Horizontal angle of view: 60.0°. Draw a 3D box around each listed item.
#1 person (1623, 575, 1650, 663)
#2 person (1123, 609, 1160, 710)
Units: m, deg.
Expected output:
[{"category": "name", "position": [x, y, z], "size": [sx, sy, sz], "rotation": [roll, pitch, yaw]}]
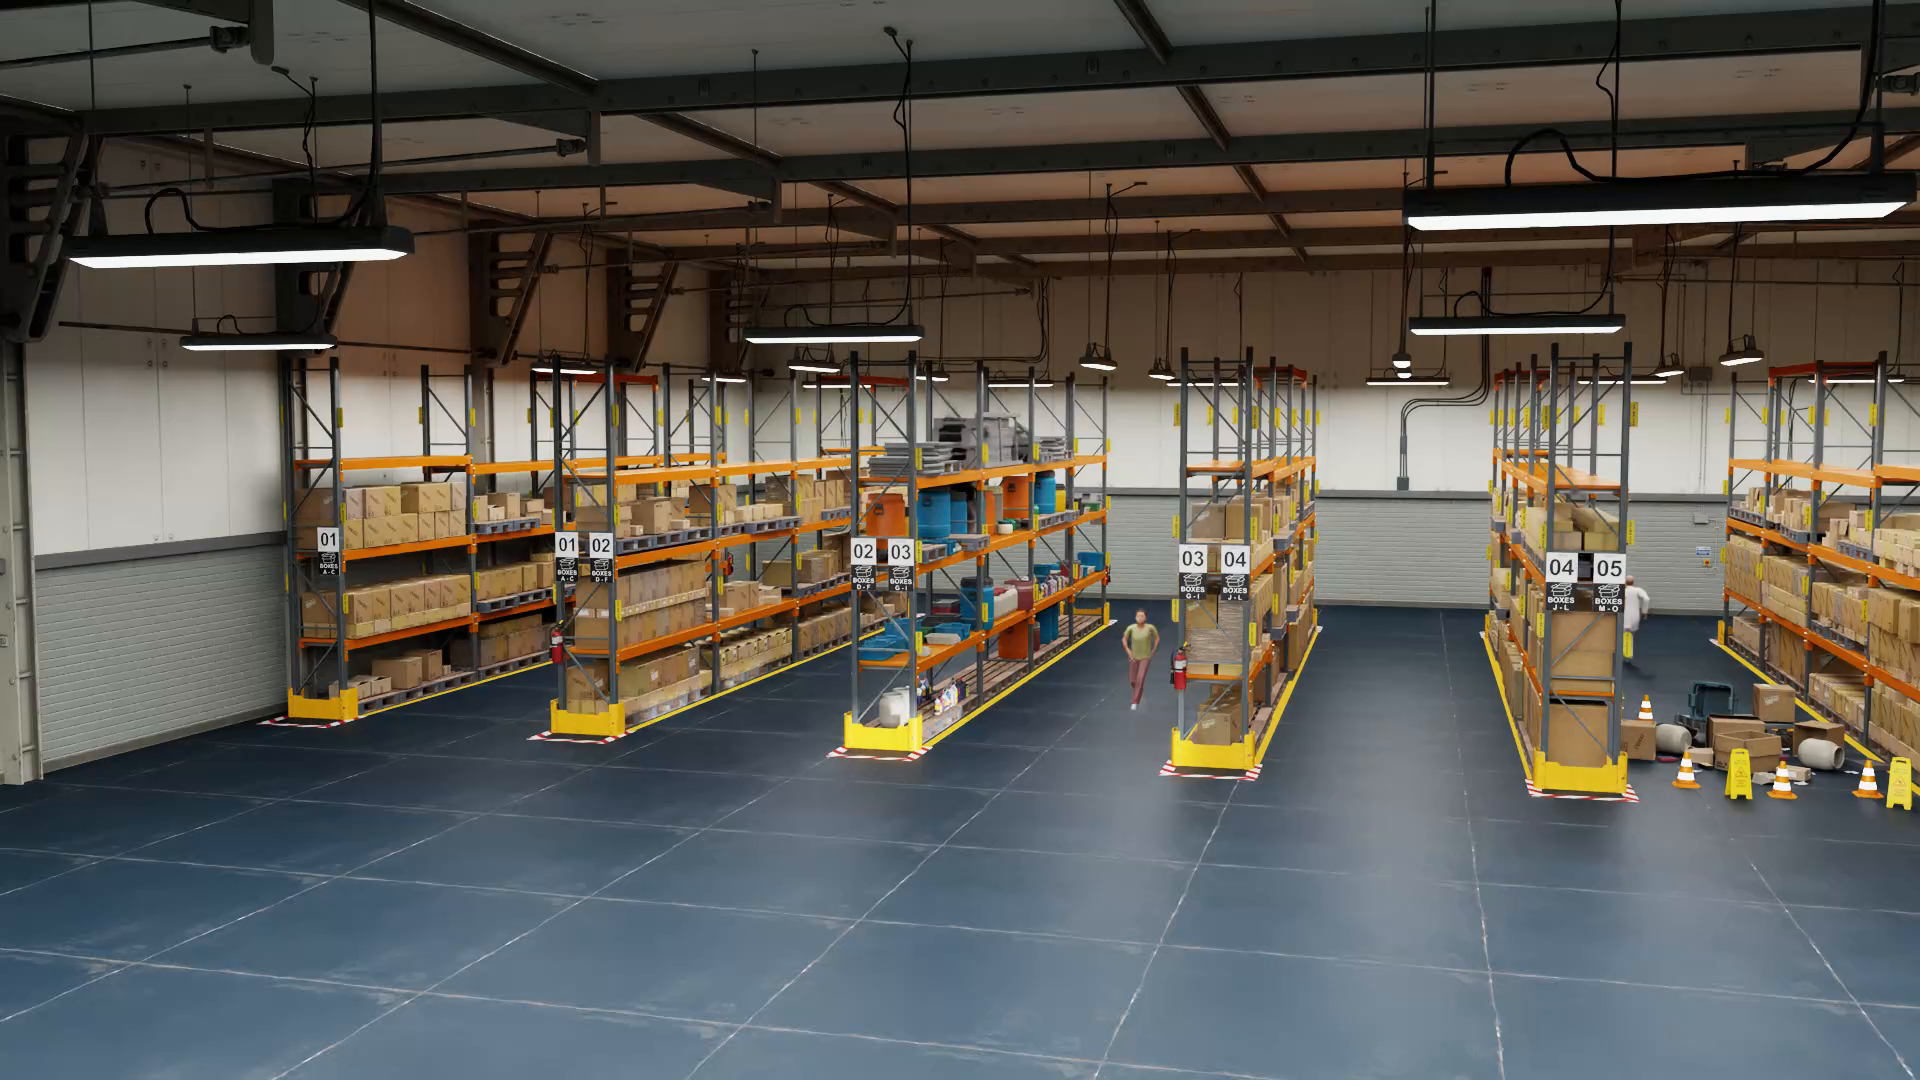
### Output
[{"category": "person", "position": [13.566, 1.606, 33.731], "size": [0.691, 1.789, 1.045], "rotation": [1, 4, 9]}, {"category": "person", "position": [2.947, 1.927, 27.123], "size": [0.604, 1.620, 0.704], "rotation": [1, 4, 10]}]
